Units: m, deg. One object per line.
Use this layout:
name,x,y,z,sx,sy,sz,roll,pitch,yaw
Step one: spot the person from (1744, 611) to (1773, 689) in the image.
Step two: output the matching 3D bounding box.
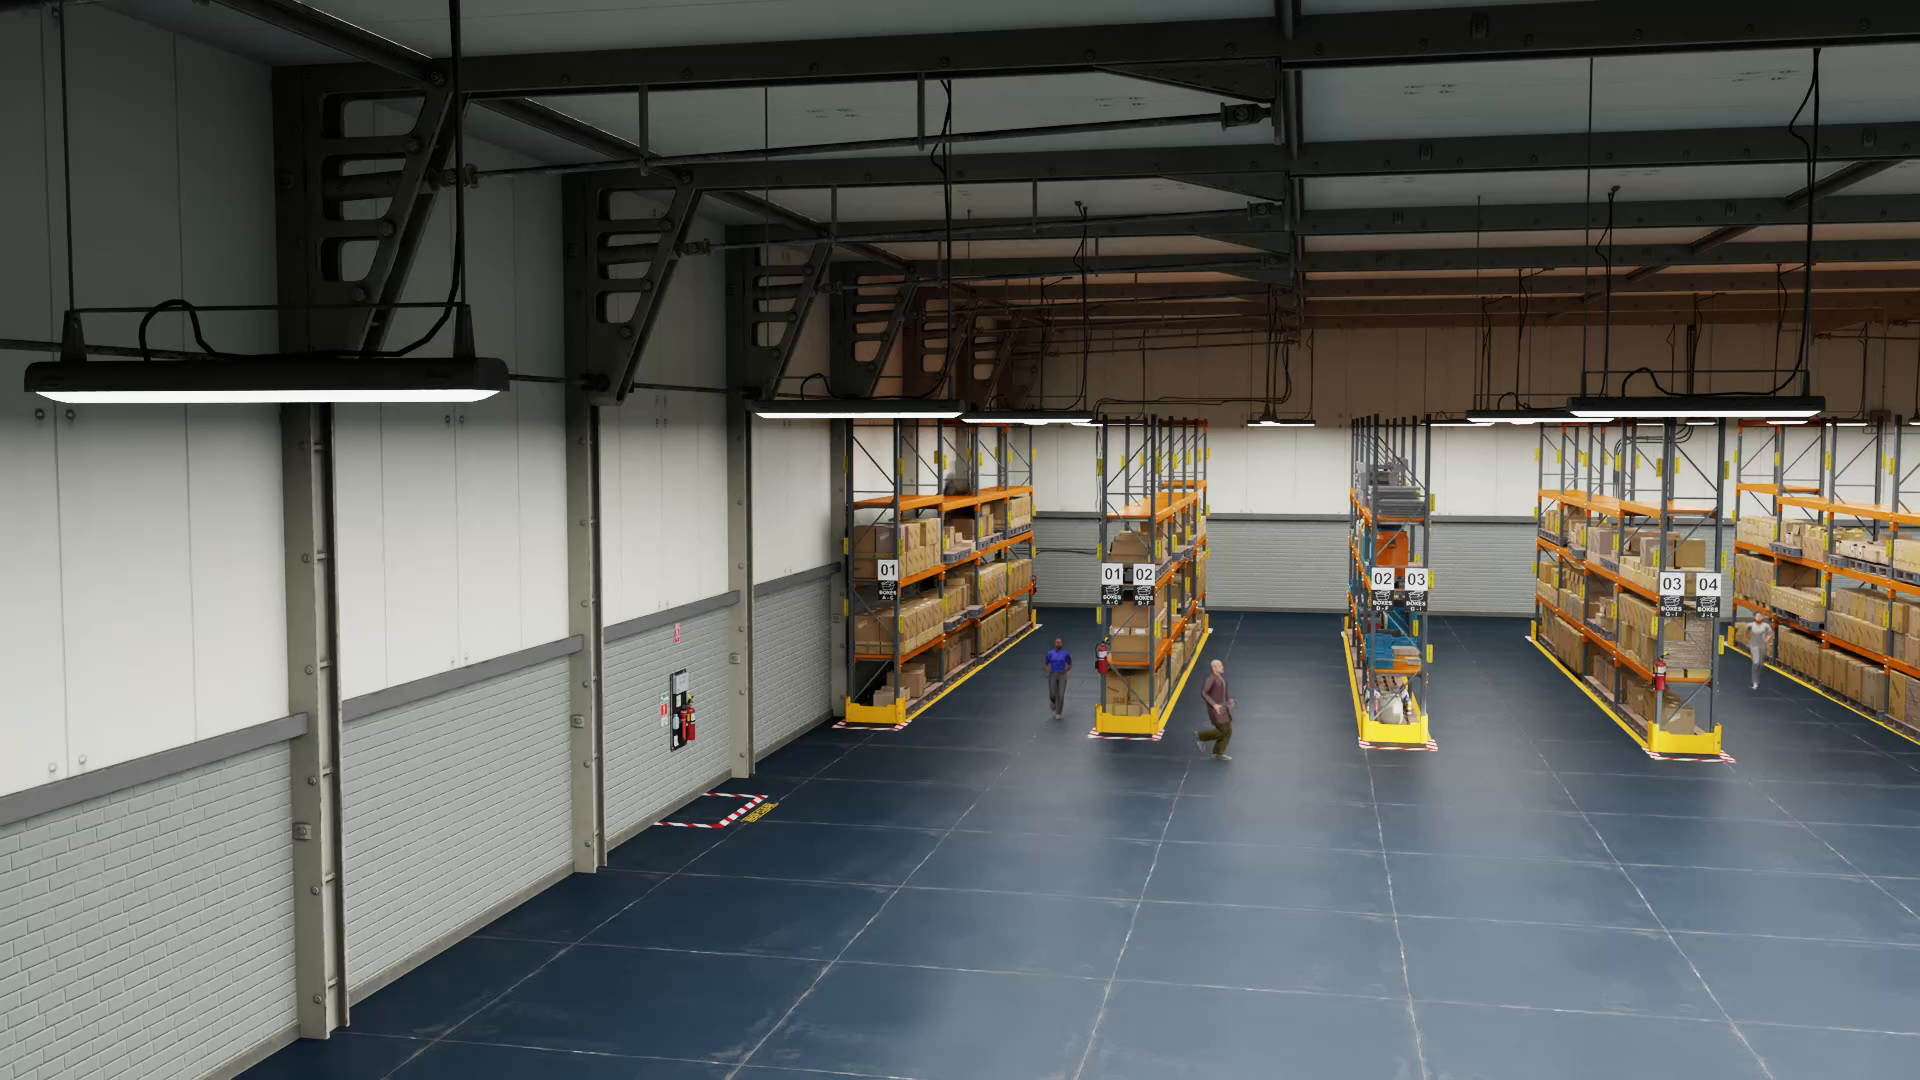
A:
person,17.749,2.420,36.965,0.565,1.702,0.840,1,4,15

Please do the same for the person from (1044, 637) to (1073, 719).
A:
person,1.945,2.726,32.945,0.566,1.598,0.598,0,4,4

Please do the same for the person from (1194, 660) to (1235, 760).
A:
person,4.419,2.942,28.847,0.657,1.736,0.715,2,4,32
